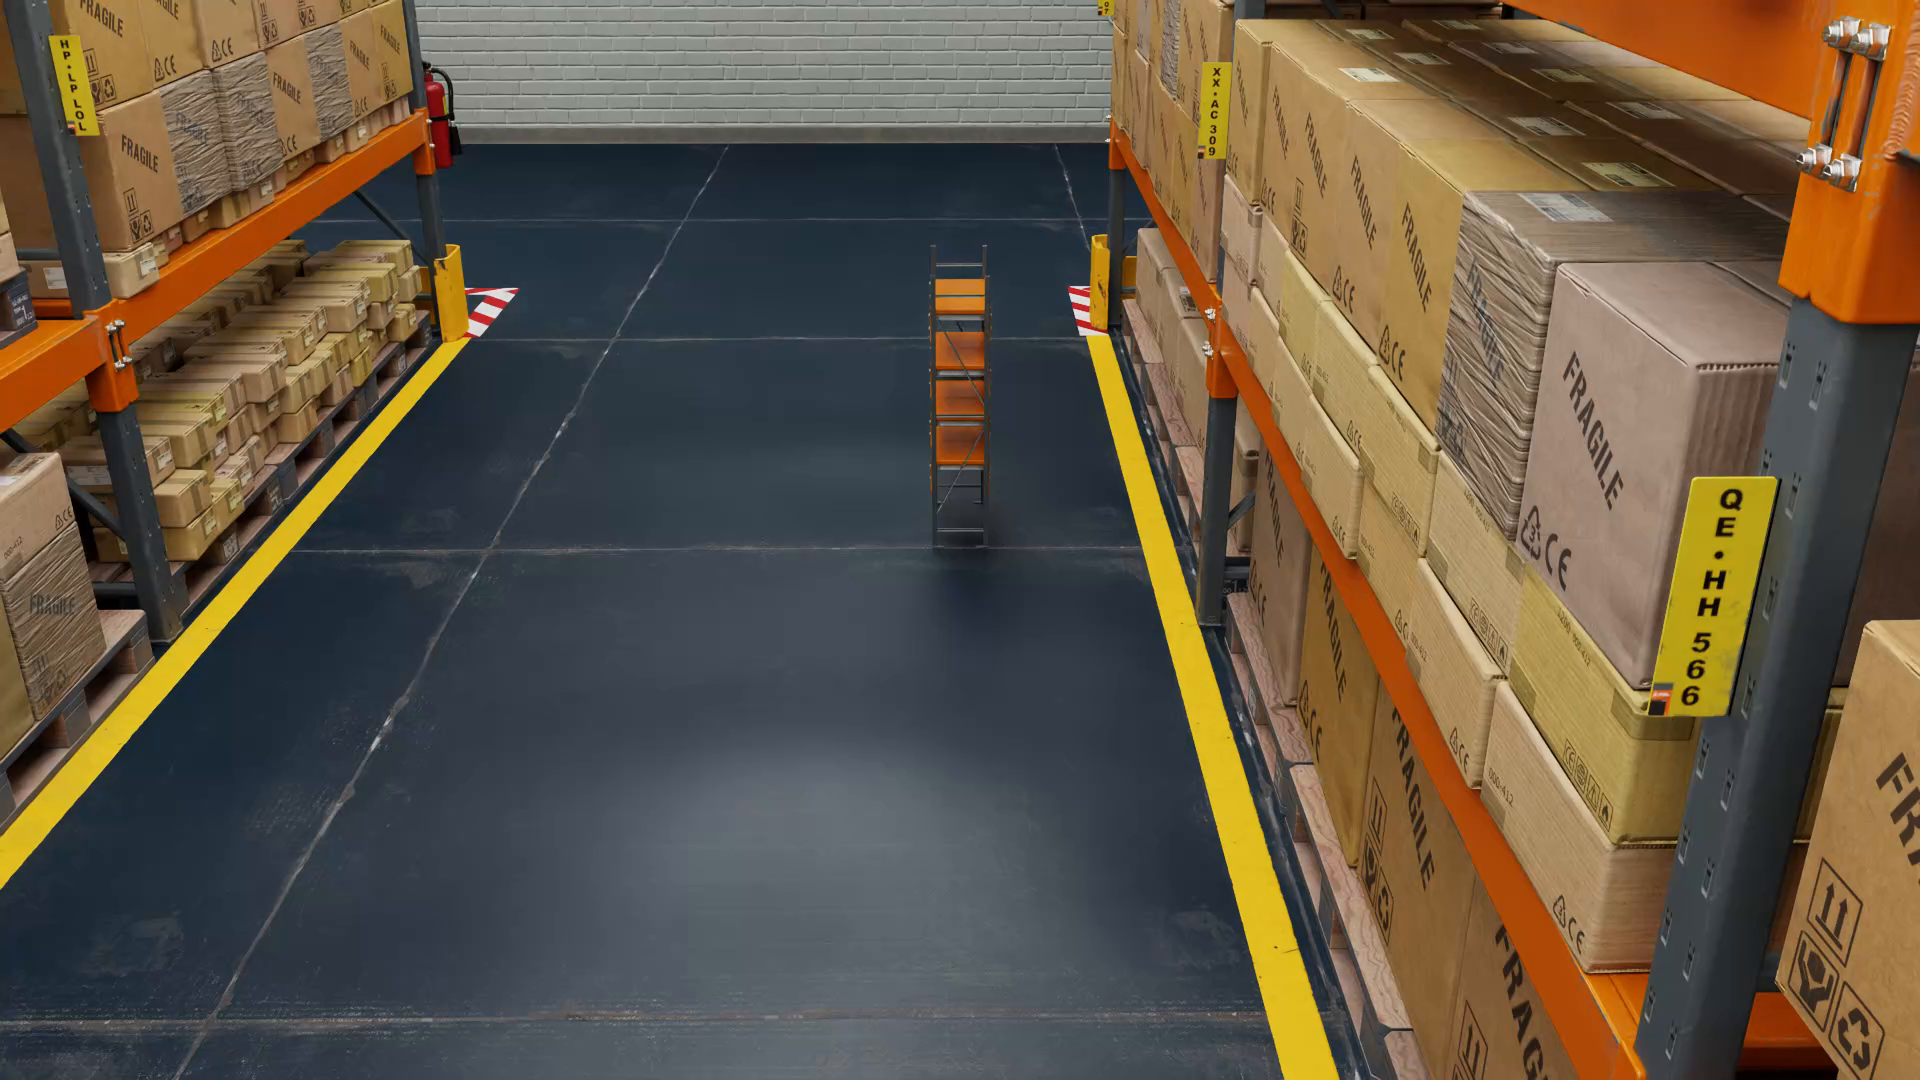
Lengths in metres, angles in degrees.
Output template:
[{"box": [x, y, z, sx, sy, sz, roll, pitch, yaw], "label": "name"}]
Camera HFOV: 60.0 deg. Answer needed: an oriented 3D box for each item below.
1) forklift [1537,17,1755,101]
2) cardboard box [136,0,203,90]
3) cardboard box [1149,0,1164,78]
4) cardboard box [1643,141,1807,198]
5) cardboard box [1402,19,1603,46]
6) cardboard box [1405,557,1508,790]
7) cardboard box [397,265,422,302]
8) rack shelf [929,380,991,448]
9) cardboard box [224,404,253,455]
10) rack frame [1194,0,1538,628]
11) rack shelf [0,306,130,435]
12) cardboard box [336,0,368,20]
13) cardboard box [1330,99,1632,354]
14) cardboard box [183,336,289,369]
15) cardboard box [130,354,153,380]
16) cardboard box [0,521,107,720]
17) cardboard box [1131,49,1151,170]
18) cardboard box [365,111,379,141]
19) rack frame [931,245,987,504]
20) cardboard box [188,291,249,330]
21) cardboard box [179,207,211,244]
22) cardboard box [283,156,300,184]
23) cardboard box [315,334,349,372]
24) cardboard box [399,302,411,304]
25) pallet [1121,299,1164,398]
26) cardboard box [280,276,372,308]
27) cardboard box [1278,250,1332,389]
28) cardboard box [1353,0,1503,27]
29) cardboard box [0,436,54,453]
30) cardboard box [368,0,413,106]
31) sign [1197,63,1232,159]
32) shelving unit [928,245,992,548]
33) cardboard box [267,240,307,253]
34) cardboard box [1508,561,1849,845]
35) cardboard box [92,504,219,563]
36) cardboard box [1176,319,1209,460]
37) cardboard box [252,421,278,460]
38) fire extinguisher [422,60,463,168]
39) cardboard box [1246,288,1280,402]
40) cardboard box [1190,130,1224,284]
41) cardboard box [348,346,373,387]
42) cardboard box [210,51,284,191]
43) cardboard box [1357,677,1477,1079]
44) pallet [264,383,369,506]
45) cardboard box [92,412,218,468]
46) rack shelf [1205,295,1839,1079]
[{"box": [3.062, -1.694, 7.438, 1.130, 2.935, 3.031, 0, 24, 0], "label": "forklift"}, {"box": [-3.299, -2.024, 6.389, 0.500, 0.500, 0.500, -1, 24, -2], "label": "cardboard box"}, {"box": [1.141, -2.370, 7.516, 0.500, 0.500, 0.500, 0, 24, 0], "label": "cardboard box"}, {"box": [1.709, -0.525, 3.437, 0.500, 0.500, 0.500, 0, 24, 1], "label": "cardboard box"}, {"box": [1.688, -1.369, 5.301, 0.500, 0.500, 0.500, 1, 24, 1], "label": "cardboard box"}, {"box": [1.189, 0.249, 3.242, 0.500, 0.250, 0.500, 0, 24, 0], "label": "cardboard box"}, {"box": [-3.269, -1.446, 9.397, 0.380, 0.149, 0.250, -1, 24, -2], "label": "cardboard box"}, {"box": [-0.002, -0.554, 7.181, 0.258, 0.148, 0.480, 0, 24, -1], "label": "rack shelf"}, {"box": [-3.332, -0.481, 7.262, 0.380, 0.149, 0.250, -1, 24, -3], "label": "cardboard box"}, {"box": [1.432, -1.050, 5.932, 1.000, 3.000, 0.127, 0, 24, -1], "label": "rack frame"}, {"box": [-3.495, 0.165, 4.117, 1.077, 0.370, 4.000, 0, 24, -1], "label": "rack shelf"}, {"box": [-3.301, -2.875, 8.271, 0.500, 0.500, 0.500, -1, 24, -2], "label": "cardboard box"}, {"box": [1.197, -0.740, 3.911, 0.500, 0.500, 0.500, -1, 24, -1], "label": "cardboard box"}, {"box": [-3.342, -0.835, 7.684, 0.380, 0.149, 0.250, -1, 24, -3], "label": "cardboard box"}, {"box": [-3.854, -0.721, 7.433, 0.380, 0.149, 0.250, -1, 24, -3], "label": "cardboard box"}, {"box": [-3.257, 0.265, 5.548, 0.500, 0.500, 0.500, -1, 24, -2], "label": "cardboard box"}, {"box": [1.127, -2.127, 8.192, 0.500, 0.500, 0.500, 0, 24, -1], "label": "cardboard box"}, {"box": [-3.291, -2.181, 8.738, 0.380, 0.149, 0.250, 0, 24, -1], "label": "cardboard box"}, {"box": [-0.004, -0.715, 7.376, 0.240, 1.200, 0.015, 0, 24, -1], "label": "rack frame"}, {"box": [-3.818, -1.147, 8.374, 0.380, 0.149, 0.250, 1, 24, 2], "label": "cardboard box"}, {"box": [-3.323, -1.318, 6.829, 0.380, 0.149, 0.250, -1, 24, -3], "label": "cardboard box"}, {"box": [-3.329, -1.747, 7.777, 0.380, 0.149, 0.250, 0, 24, 0], "label": "cardboard box"}, {"box": [-3.259, -0.913, 8.218, 0.380, 0.149, 0.250, 1, 24, 2], "label": "cardboard box"}, {"box": [-3.346, -1.311, 9.459, 0.380, 0.149, 0.250, 0, 24, 0], "label": "cardboard box"}, {"box": [1.475, -1.099, 9.424, 1.003, 0.211, 1.213, 0, 24, -1], "label": "pallet"}, {"box": [-3.287, -1.264, 8.633, 0.380, 0.149, 0.250, -1, 24, -3], "label": "cardboard box"}, {"box": [1.167, -0.604, 4.522, 0.500, 0.250, 0.500, 0, 24, 0], "label": "cardboard box"}, {"box": [1.669, -1.749, 6.142, 0.500, 0.500, 0.500, 0, 24, 0], "label": "cardboard box"}, {"box": [-3.781, -0.295, 6.491, 0.380, 0.149, 0.250, 0, 24, 1], "label": "cardboard box"}, {"box": [-3.298, -2.632, 8.947, 0.500, 0.500, 0.500, 0, 24, 1], "label": "cardboard box"}, {"box": [0.877, -1.478, 5.731, 0.100, 0.325, 0.005, 0, 24, -1], "label": "sign"}, {"box": [-0.002, -0.615, 7.154, 0.258, 1.200, 0.503, 0, 24, -1], "label": "shelving unit"}, {"box": [-3.895, -1.581, 9.333, 0.380, 0.149, 0.250, -1, 24, -3], "label": "cardboard box"}, {"box": [1.216, 0.240, 2.655, 0.500, 0.250, 0.500, 0, 24, -1], "label": "cardboard box"}, {"box": [-3.200, -0.030, 6.627, 0.380, 0.149, 0.250, -1, 24, -3], "label": "cardboard box"}, {"box": [1.522, -0.702, 7.763, 0.875, 0.438, 0.875, -1, 24, -2], "label": "cardboard box"}, {"box": [-3.348, -0.457, 7.571, 0.380, 0.149, 0.250, -1, 24, -3], "label": "cardboard box"}, {"box": [-3.102, -2.535, 9.762, 0.296, 0.674, 0.183, 0, 24, -1], "label": "fire extinguisher"}, {"box": [1.180, -0.586, 5.088, 0.500, 0.250, 0.500, -1, 24, -2], "label": "cardboard box"}, {"box": [1.171, -1.286, 6.332, 0.500, 0.500, 0.500, 0, 24, 0], "label": "cardboard box"}, {"box": [-3.244, -0.890, 8.528, 0.380, 0.149, 0.250, -1, 24, -3], "label": "cardboard box"}, {"box": [-3.252, -1.784, 7.073, 0.500, 0.500, 0.500, -1, 24, -2], "label": "cardboard box"}, {"box": [1.545, 0.722, 4.082, 0.875, 0.875, 0.875, 0, 24, 0], "label": "cardboard box"}, {"box": [-3.576, -0.497, 8.092, 1.003, 0.211, 1.213, 0, 24, -1], "label": "pallet"}, {"box": [-3.257, -0.407, 6.737, 0.380, 0.149, 0.250, 1, 24, 2], "label": "cardboard box"}, {"box": [1.453, 0.102, 4.258, 1.077, 0.370, 4.000, 0, 24, -1], "label": "rack shelf"}]
